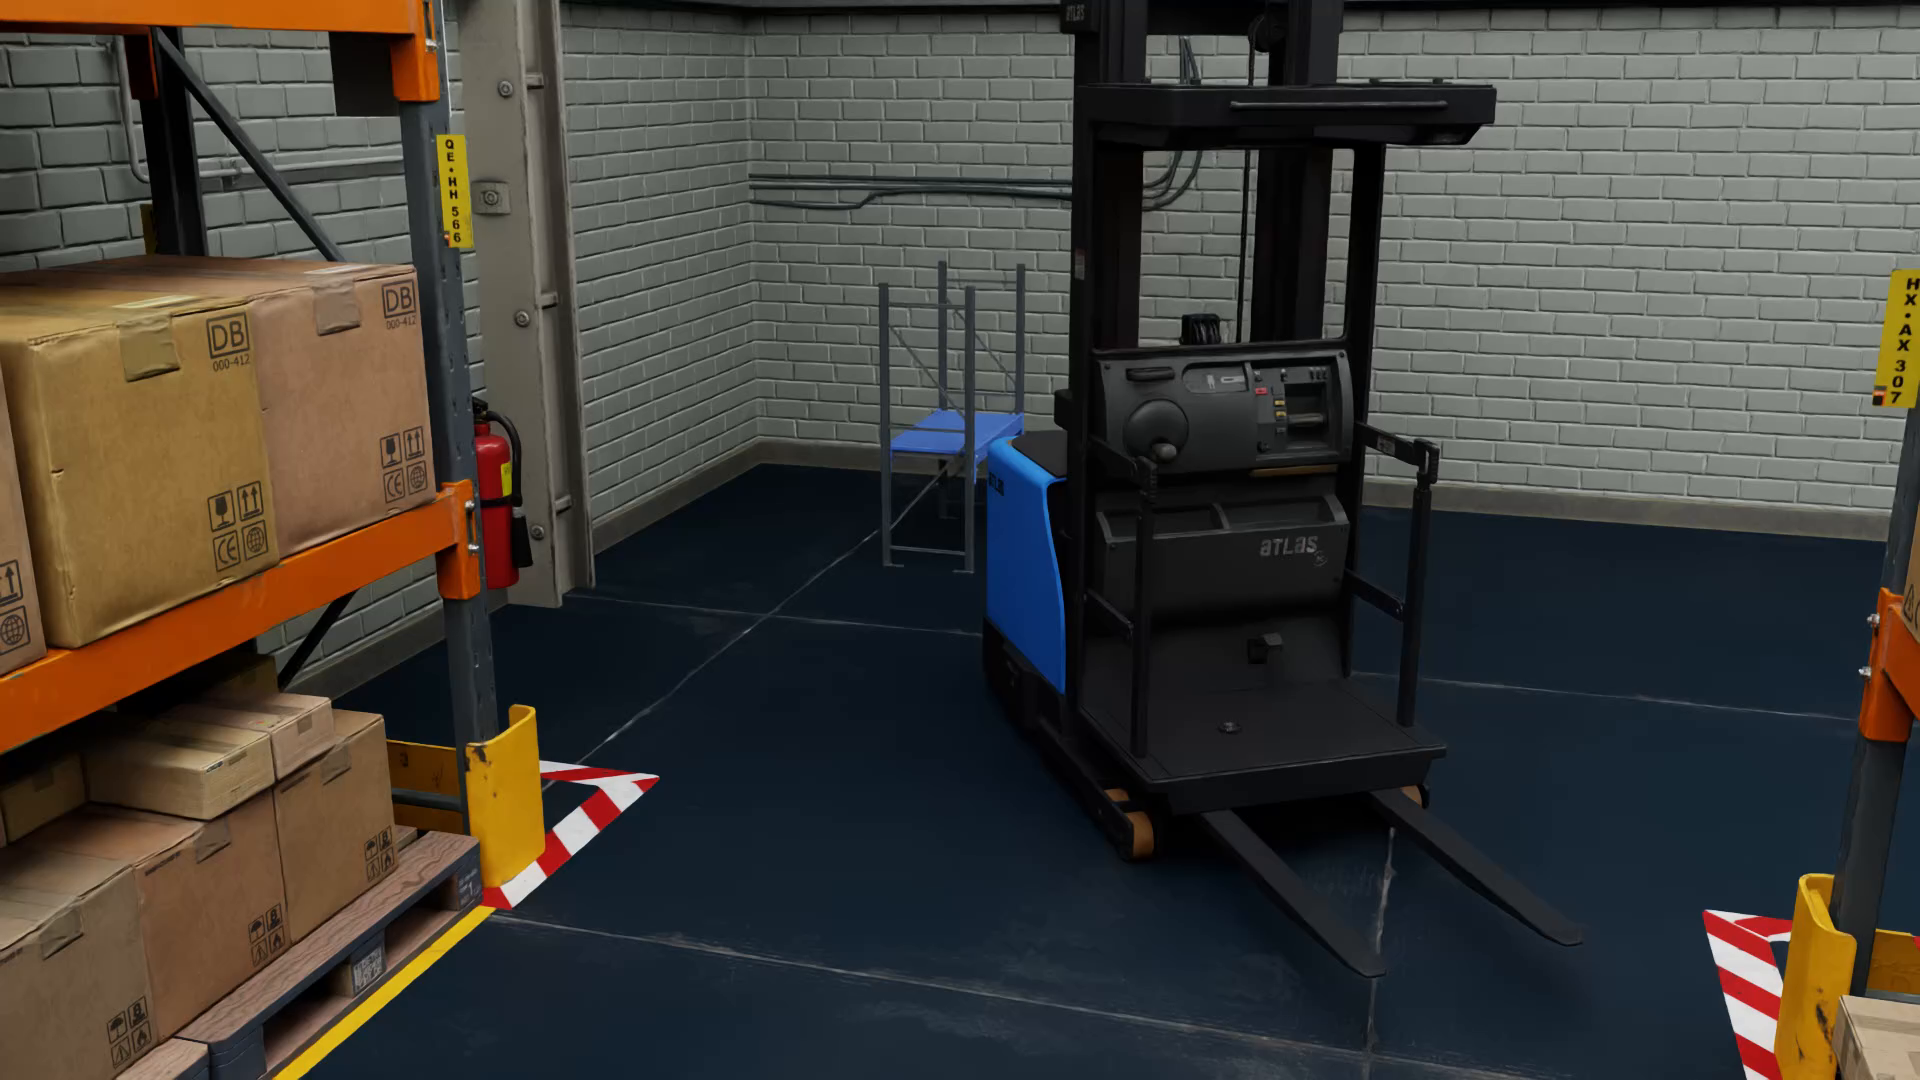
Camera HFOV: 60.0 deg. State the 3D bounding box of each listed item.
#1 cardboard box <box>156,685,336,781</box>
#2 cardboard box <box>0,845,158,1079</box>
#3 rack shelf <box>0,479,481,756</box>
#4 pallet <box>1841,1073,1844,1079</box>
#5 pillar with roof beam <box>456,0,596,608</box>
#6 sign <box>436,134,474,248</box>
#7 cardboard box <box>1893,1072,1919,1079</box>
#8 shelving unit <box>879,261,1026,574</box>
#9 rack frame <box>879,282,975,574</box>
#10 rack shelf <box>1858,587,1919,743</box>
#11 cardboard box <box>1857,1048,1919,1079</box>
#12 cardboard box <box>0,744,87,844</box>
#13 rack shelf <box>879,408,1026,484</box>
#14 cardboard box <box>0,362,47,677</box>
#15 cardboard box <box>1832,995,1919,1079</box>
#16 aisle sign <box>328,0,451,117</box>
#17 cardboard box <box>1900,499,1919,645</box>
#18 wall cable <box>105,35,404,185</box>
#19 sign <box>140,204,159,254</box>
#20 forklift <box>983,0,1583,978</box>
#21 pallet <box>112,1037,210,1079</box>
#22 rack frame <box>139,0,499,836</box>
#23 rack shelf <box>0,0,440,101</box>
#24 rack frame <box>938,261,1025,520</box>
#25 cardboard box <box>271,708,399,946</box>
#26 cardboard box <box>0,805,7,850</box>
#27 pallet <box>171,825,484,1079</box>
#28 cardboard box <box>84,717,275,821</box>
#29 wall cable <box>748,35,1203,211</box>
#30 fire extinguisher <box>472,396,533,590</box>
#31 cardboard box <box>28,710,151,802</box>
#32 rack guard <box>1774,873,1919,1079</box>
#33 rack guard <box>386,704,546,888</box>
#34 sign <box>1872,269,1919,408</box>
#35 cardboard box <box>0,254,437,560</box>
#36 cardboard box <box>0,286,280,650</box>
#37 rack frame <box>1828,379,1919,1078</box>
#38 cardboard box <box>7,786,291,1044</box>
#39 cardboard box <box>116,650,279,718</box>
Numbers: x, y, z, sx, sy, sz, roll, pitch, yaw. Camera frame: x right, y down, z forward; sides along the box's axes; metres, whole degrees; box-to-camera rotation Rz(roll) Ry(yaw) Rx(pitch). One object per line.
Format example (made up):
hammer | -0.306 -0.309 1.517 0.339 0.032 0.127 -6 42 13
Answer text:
cardboard box | -1.968 0.528 4.592 0.380 0.149 0.250 4 16 15
cardboard box | -2.391 1.055 3.923 0.700 0.500 0.500 4 16 14
rack shelf | -2.572 0.471 3.491 1.077 0.370 4.000 5 16 16
pallet | 2.500 1.555 3.462 1.003 0.211 1.213 5 16 16
pillar with roof beam | 2.062 -3.724 5.969 9.100 9.000 0.400 5 16 16
sign | -1.487 -1.024 4.886 0.100 0.325 0.005 5 16 16
cardboard box | 2.179 1.347 3.317 0.500 0.250 0.500 5 16 16
shelving unit | -0.024 -0.699 9.046 0.538 1.500 1.048 5 16 16
rack frame | -0.169 -0.566 8.577 0.500 1.500 0.032 5 16 16
rack shelf | 2.179 0.854 2.140 1.077 0.370 4.000 5 16 16
cardboard box | 2.228 1.284 3.691 0.380 0.166 0.250 5 16 16
cardboard box | -2.477 0.631 4.232 0.380 0.149 0.250 5 17 16
rack shelf | -0.024 -0.526 9.095 0.538 0.185 1.000 5 16 16
cardboard box | -2.560 -0.019 3.349 0.980 0.700 0.700 4 16 13
cardboard box | 2.299 1.227 3.924 0.380 0.149 0.250 5 16 16
aisle sign | -1.695 -1.645 4.867 0.394 0.787 0.004 5 16 16
cardboard box | 2.368 0.032 3.536 0.500 0.500 0.500 5 17 17
wall cable | -2.546 -1.296 6.539 0.084 1.984 1.851 5 16 16
sign | -2.534 -0.898 5.266 0.100 0.325 0.005 5 16 16
forklift | 0.990 -0.457 5.569 1.130 2.935 3.031 -4 16 -15
pallet | -2.504 1.476 3.738 1.003 0.211 1.213 5 16 16
rack frame | -2.003 -0.399 5.238 1.000 3.000 0.127 5 16 16
rack shelf | -2.572 -0.972 3.082 1.077 0.370 4.000 5 16 16
rack frame | 0.120 -0.832 9.515 0.500 1.500 0.032 5 16 16
cardboard box | -2.106 0.793 4.849 0.700 0.500 0.500 5 16 16
cardboard box | -2.549 0.697 3.997 0.380 0.149 0.250 5 17 17
pallet | -2.155 1.158 4.859 1.003 0.211 1.213 5 16 16
cardboard box | -2.040 0.595 4.356 0.380 0.149 0.250 5 17 17
wall cable | -0.053 -3.243 9.962 3.097 2.526 0.112 5 16 16
fire extinguisher | -1.518 -0.186 5.312 0.296 0.674 0.183 5 16 16
cardboard box | -2.406 0.565 4.463 0.380 0.149 0.250 5 16 16
rack guard | 2.726 1.207 4.158 1.175 0.500 0.348 5 16 16
rack guard | -1.996 0.798 5.601 1.175 0.500 0.348 5 16 16
sign | 2.227 -0.474 3.917 0.100 0.325 0.005 5 16 16
cardboard box | -2.139 -0.409 4.724 0.980 0.700 0.700 5 17 18
cardboard box | -2.335 -0.218 4.050 0.980 0.700 0.700 4 16 15
rack frame | 2.747 -0.015 3.887 1.000 3.000 0.127 5 16 16
cardboard box | -2.248 0.924 4.387 0.700 0.500 0.500 5 16 16
cardboard box | -2.262 0.432 4.930 0.380 0.149 0.250 5 17 16
